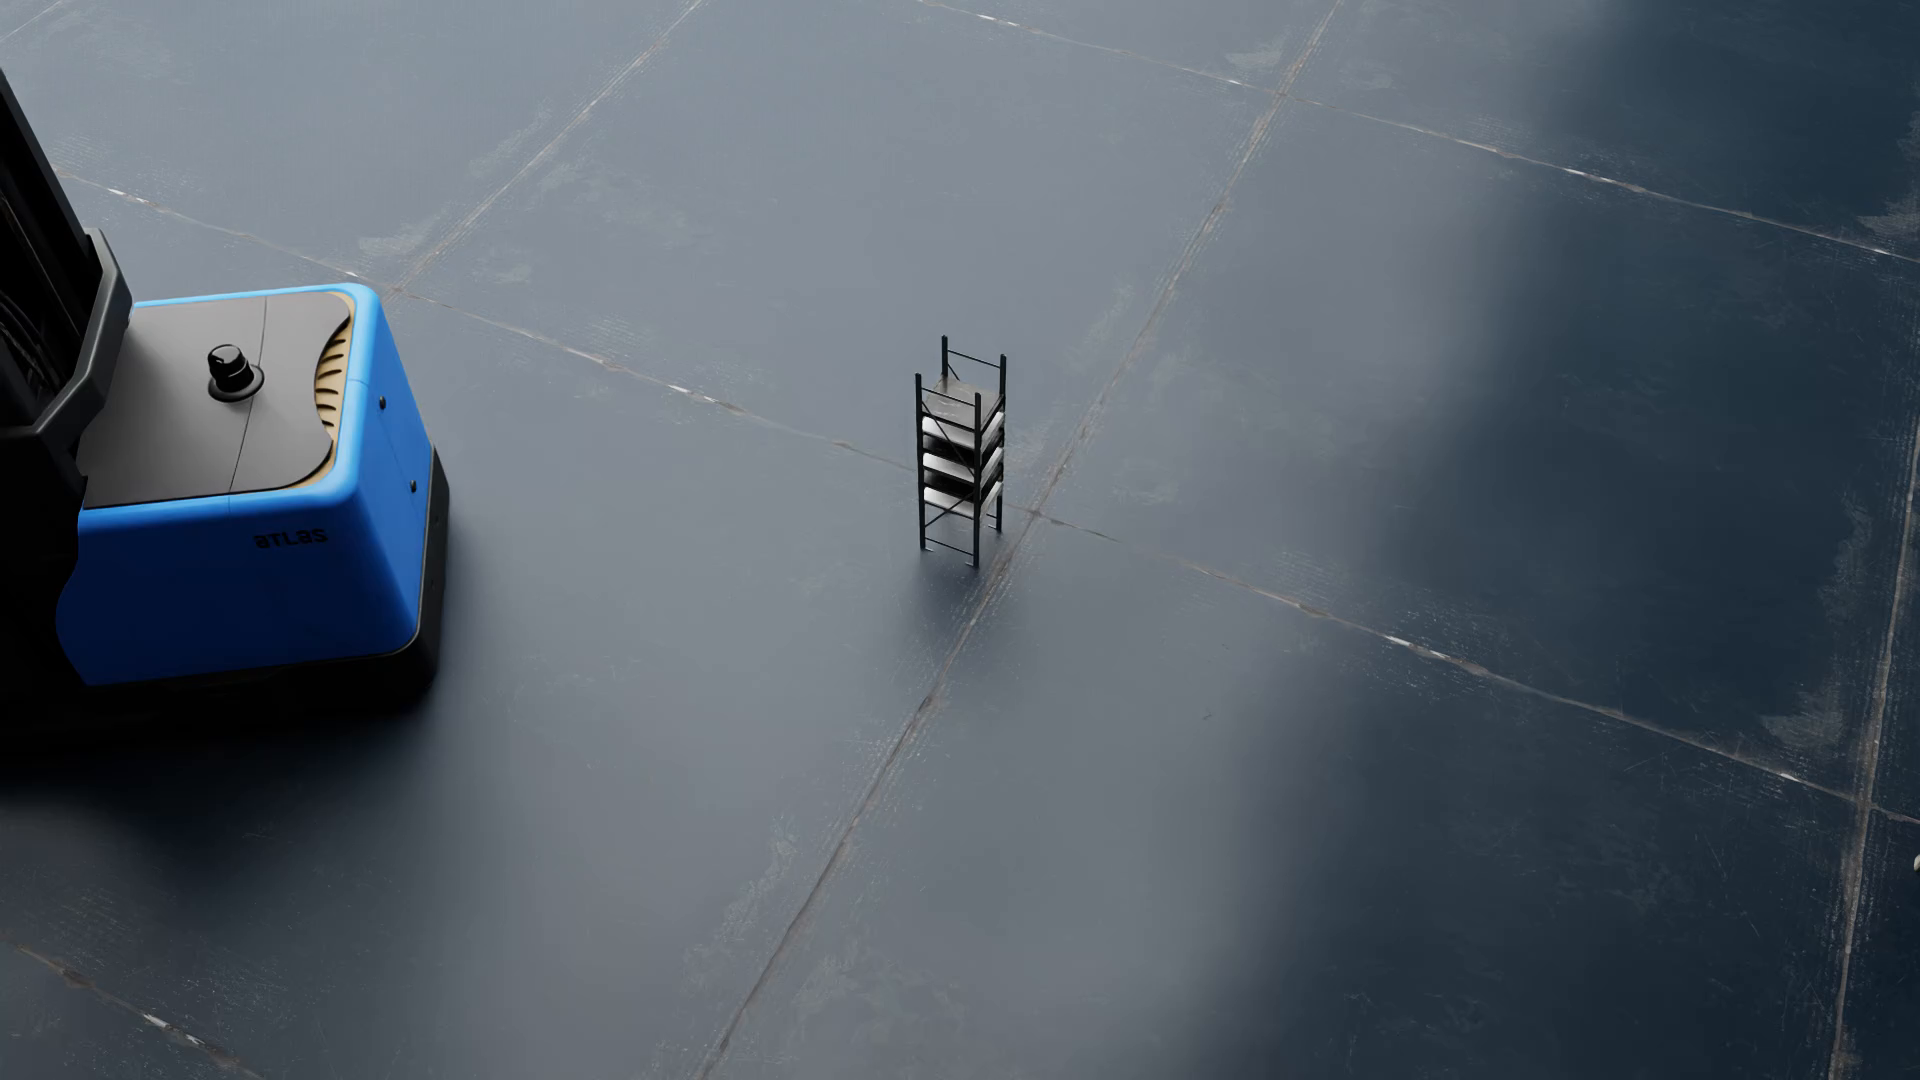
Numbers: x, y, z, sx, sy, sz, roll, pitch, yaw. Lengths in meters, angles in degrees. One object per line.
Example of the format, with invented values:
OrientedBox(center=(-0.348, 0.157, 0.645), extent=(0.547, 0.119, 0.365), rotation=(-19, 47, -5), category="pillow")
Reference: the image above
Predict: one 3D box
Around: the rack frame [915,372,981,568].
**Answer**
OrientedBox(center=(-0.040, -0.227, 5.852), extent=(0.240, 0.900, 0.006), rotation=(20, 52, 16), category="rack frame")

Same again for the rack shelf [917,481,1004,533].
OrientedBox(center=(0.003, -0.159, 6.075), extent=(0.258, 0.077, 0.200), rotation=(20, 52, 16), category="rack shelf")

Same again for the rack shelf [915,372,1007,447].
OrientedBox(center=(0.003, -0.451, 5.732), extent=(0.258, 0.077, 0.200), rotation=(20, 52, 16), category="rack shelf")

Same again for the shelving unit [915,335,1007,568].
OrientedBox(center=(0.003, -0.297, 5.912), extent=(0.258, 0.900, 0.210), rotation=(20, 52, 16), category="shelving unit")

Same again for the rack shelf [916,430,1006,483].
OrientedBox(center=(0.003, -0.334, 5.869), extent=(0.258, 0.077, 0.200), rotation=(20, 52, 16), category="rack shelf")

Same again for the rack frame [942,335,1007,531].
OrientedBox(center=(0.047, -0.367, 5.972), extent=(0.240, 0.900, 0.006), rotation=(20, 52, 16), category="rack frame")

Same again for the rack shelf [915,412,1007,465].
OrientedBox(center=(0.003, -0.392, 5.800), extent=(0.258, 0.077, 0.200), rotation=(20, 52, 16), category="rack shelf")

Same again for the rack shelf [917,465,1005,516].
OrientedBox(center=(0.003, -0.217, 6.006), extent=(0.258, 0.077, 0.200), rotation=(20, 52, 16), category="rack shelf")

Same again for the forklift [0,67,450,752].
OrientedBox(center=(-3.375, -0.604, 4.840), extent=(3.031, 2.935, 1.130), rotation=(-6, 50, -5), category="forklift")

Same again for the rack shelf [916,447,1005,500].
OrientedBox(center=(0.003, -0.276, 5.937), extent=(0.258, 0.077, 0.200), rotation=(20, 52, 16), category="rack shelf")
